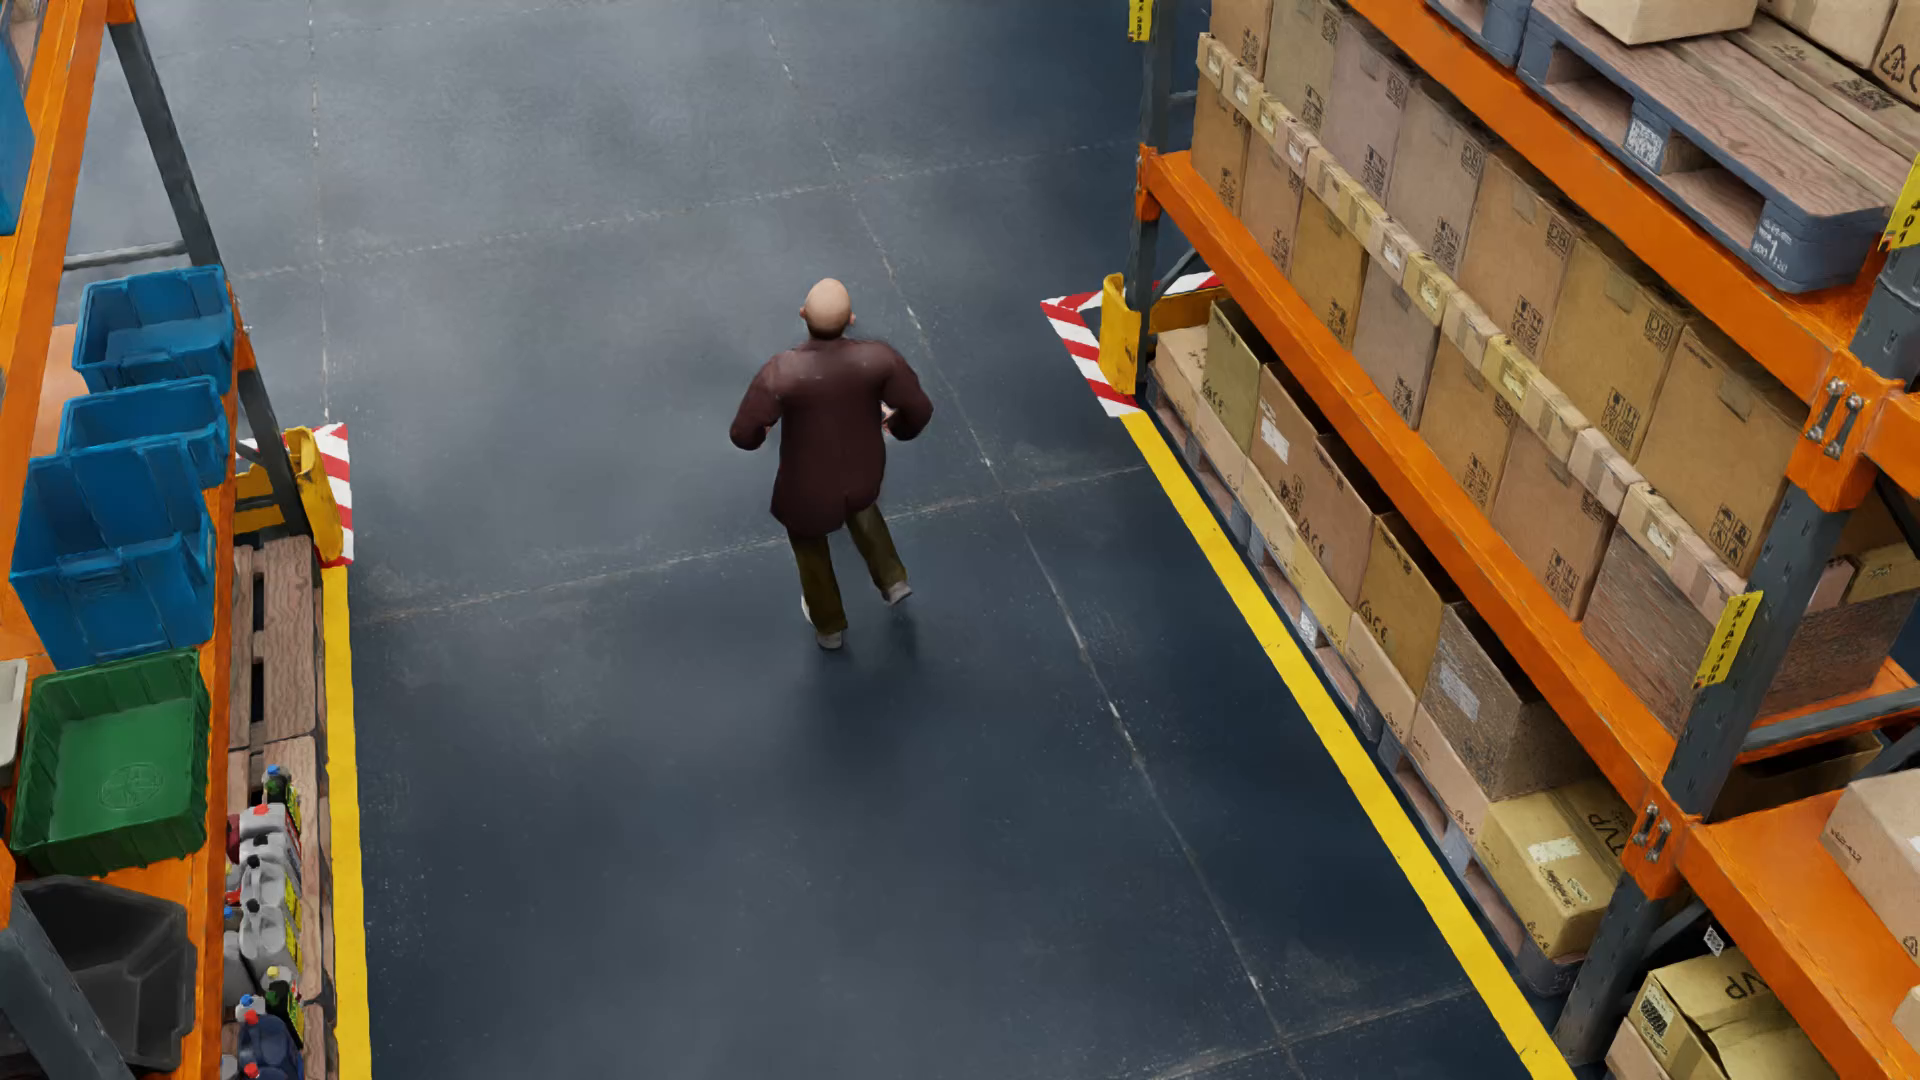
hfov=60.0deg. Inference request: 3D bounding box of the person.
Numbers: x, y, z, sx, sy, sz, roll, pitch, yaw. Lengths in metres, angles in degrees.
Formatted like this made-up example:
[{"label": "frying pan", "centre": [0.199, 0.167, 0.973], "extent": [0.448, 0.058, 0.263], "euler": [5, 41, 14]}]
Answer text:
[{"label": "person", "centre": [-0.528, -0.297, 6.532], "extent": [0.772, 1.744, 0.525], "euler": [-17, 44, -18]}]
